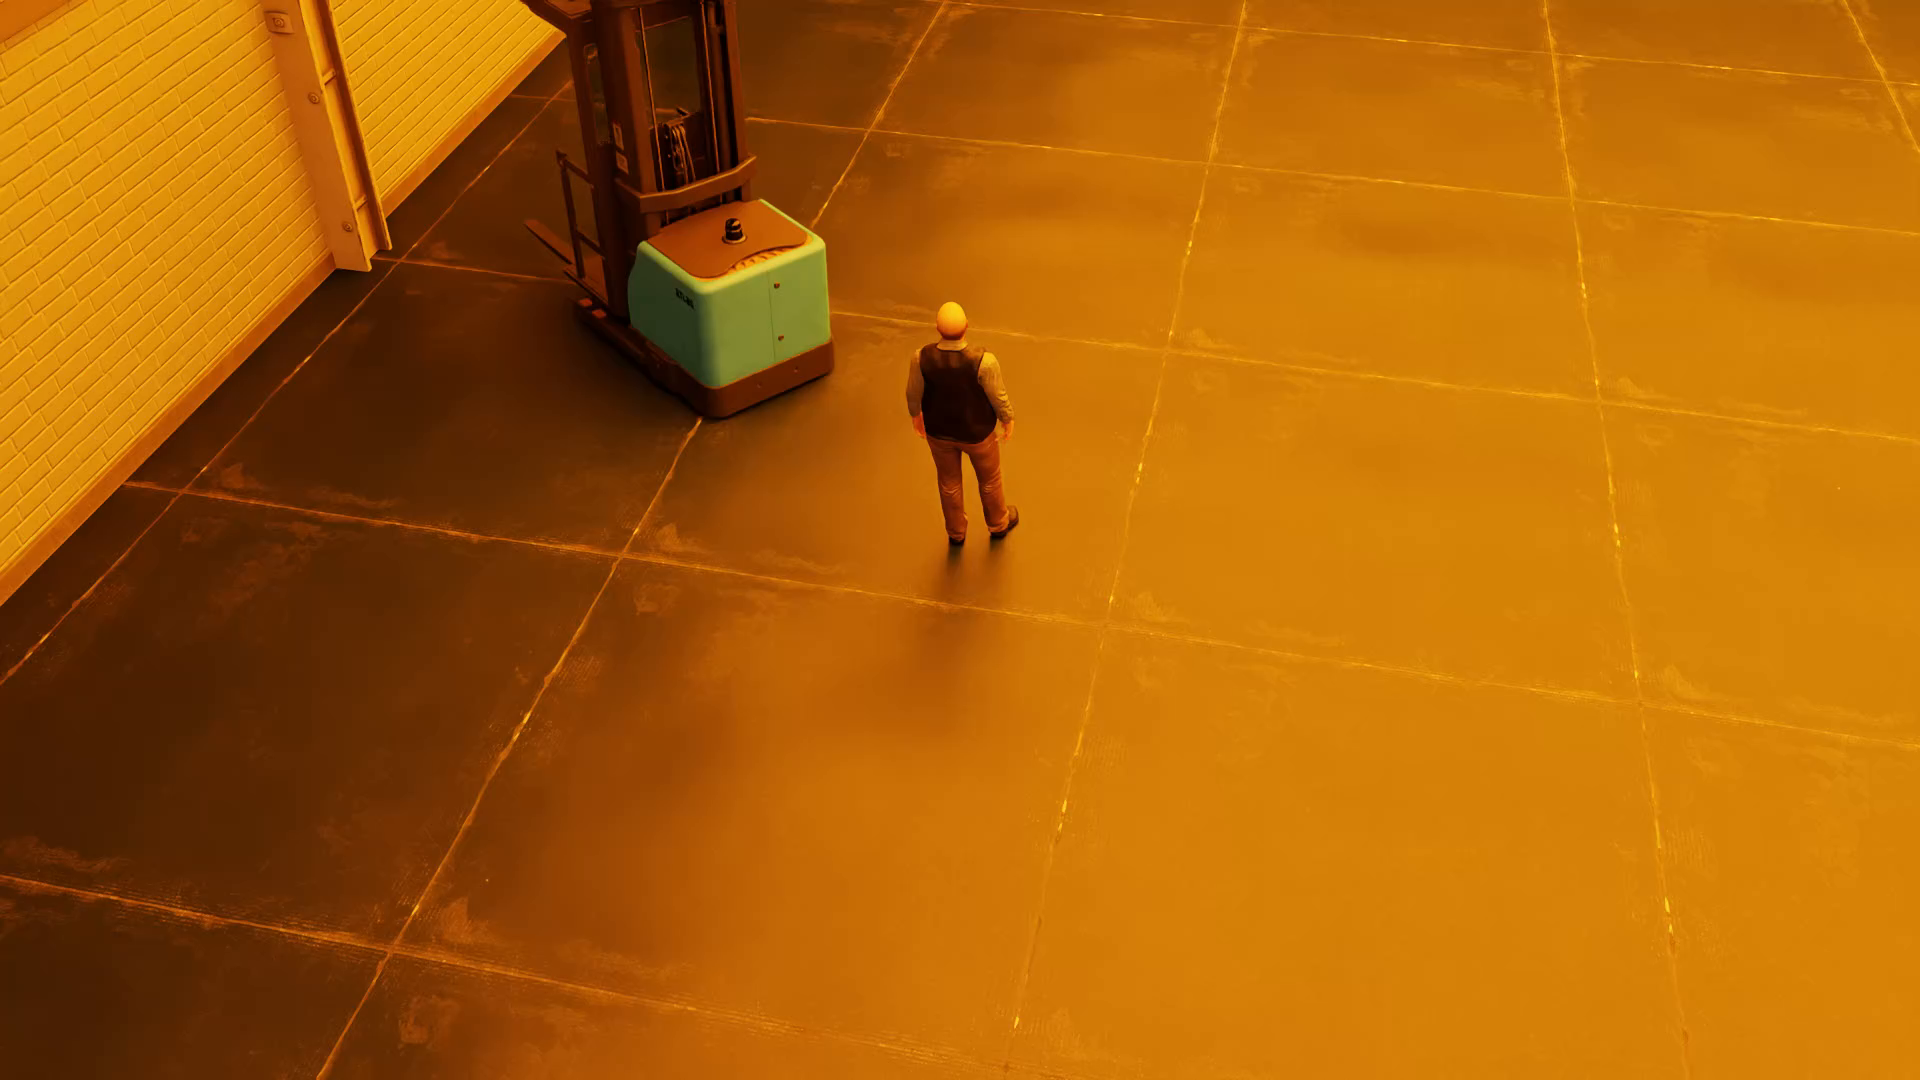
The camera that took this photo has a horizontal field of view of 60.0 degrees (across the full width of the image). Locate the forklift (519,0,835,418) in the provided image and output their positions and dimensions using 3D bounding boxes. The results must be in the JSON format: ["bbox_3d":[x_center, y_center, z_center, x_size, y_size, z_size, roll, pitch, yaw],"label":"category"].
[{"bbox_3d":[-2.200,-2.832,11.471,1.130,2.935,3.031,-27,47,-29],"label":"forklift"}]

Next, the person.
[{"bbox_3d":[0.021,-0.707,9.839,0.633,1.722,0.566,8,40,9],"label":"person"}]
